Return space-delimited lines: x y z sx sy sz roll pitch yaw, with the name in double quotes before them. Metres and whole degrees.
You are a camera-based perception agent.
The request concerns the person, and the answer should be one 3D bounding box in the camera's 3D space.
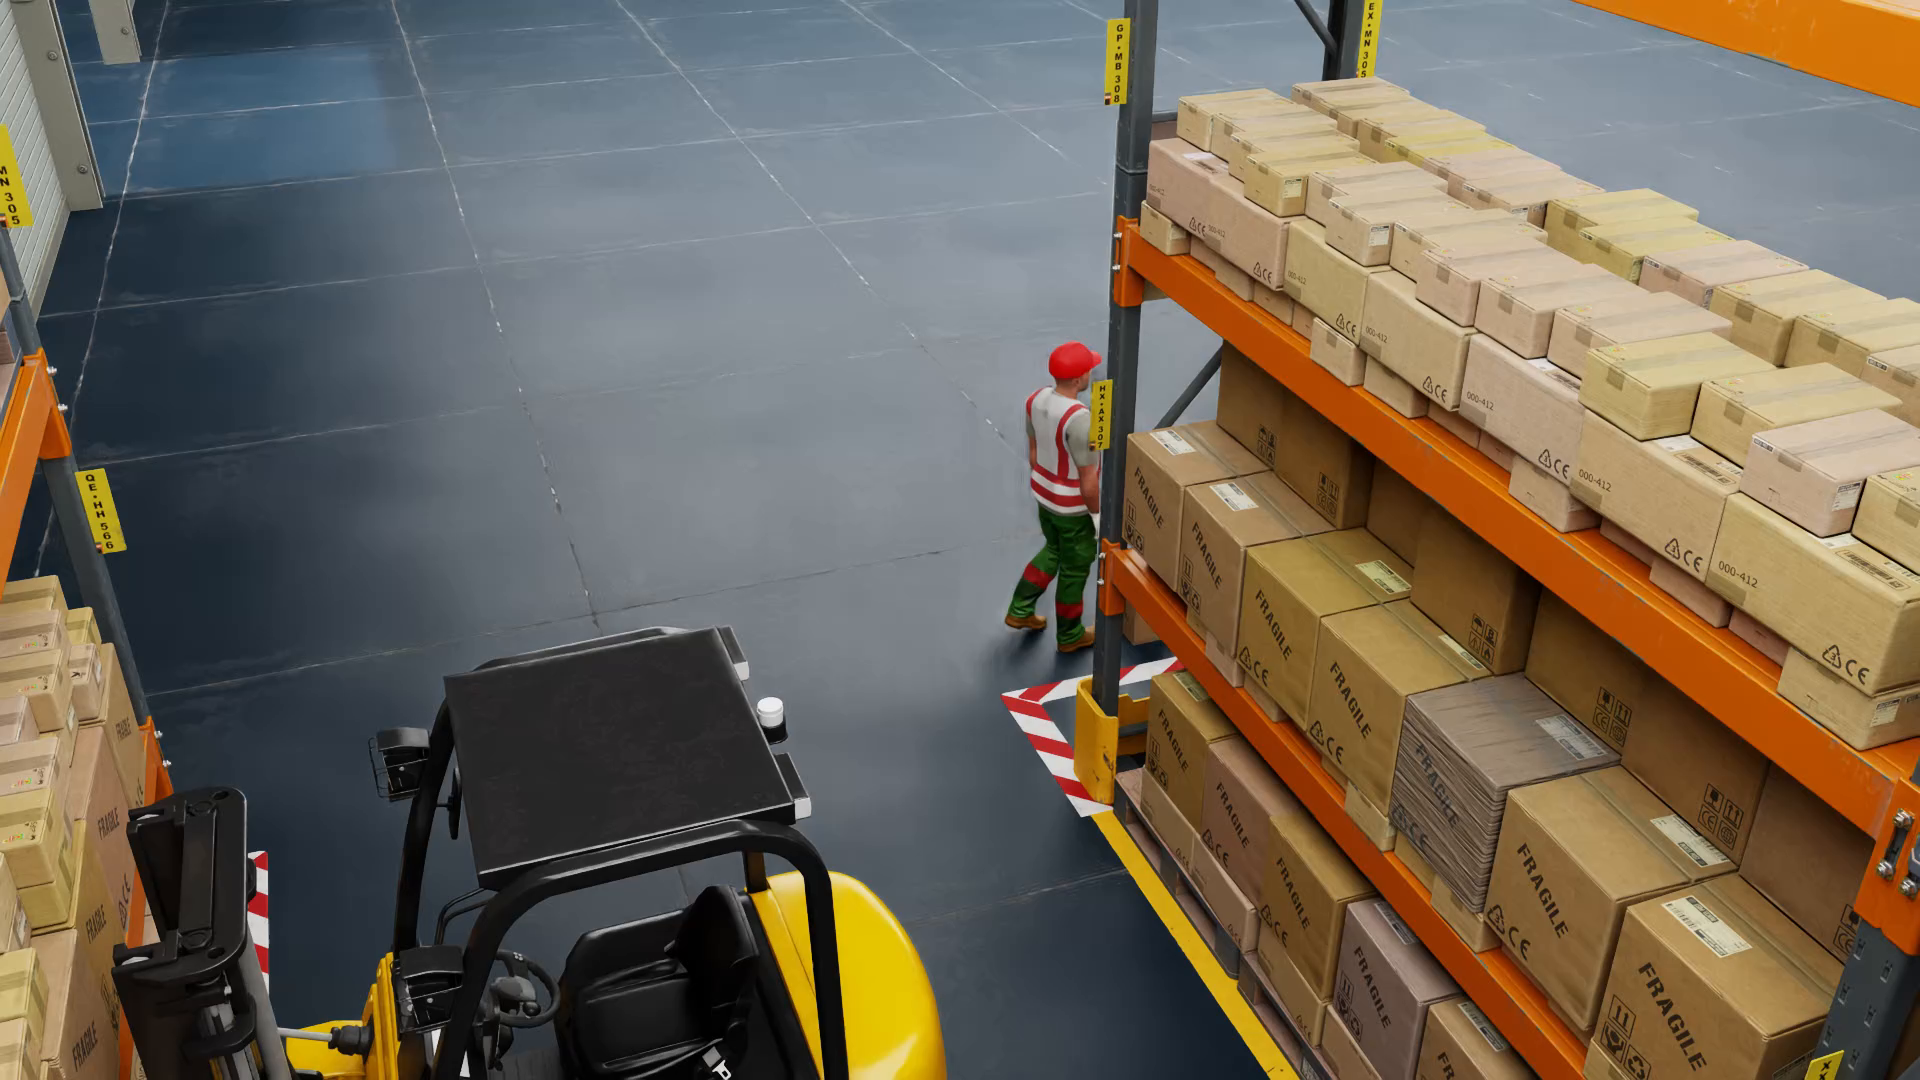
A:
"person" 0.560 -0.203 8.664 0.499 1.796 0.544 -16 33 -26
